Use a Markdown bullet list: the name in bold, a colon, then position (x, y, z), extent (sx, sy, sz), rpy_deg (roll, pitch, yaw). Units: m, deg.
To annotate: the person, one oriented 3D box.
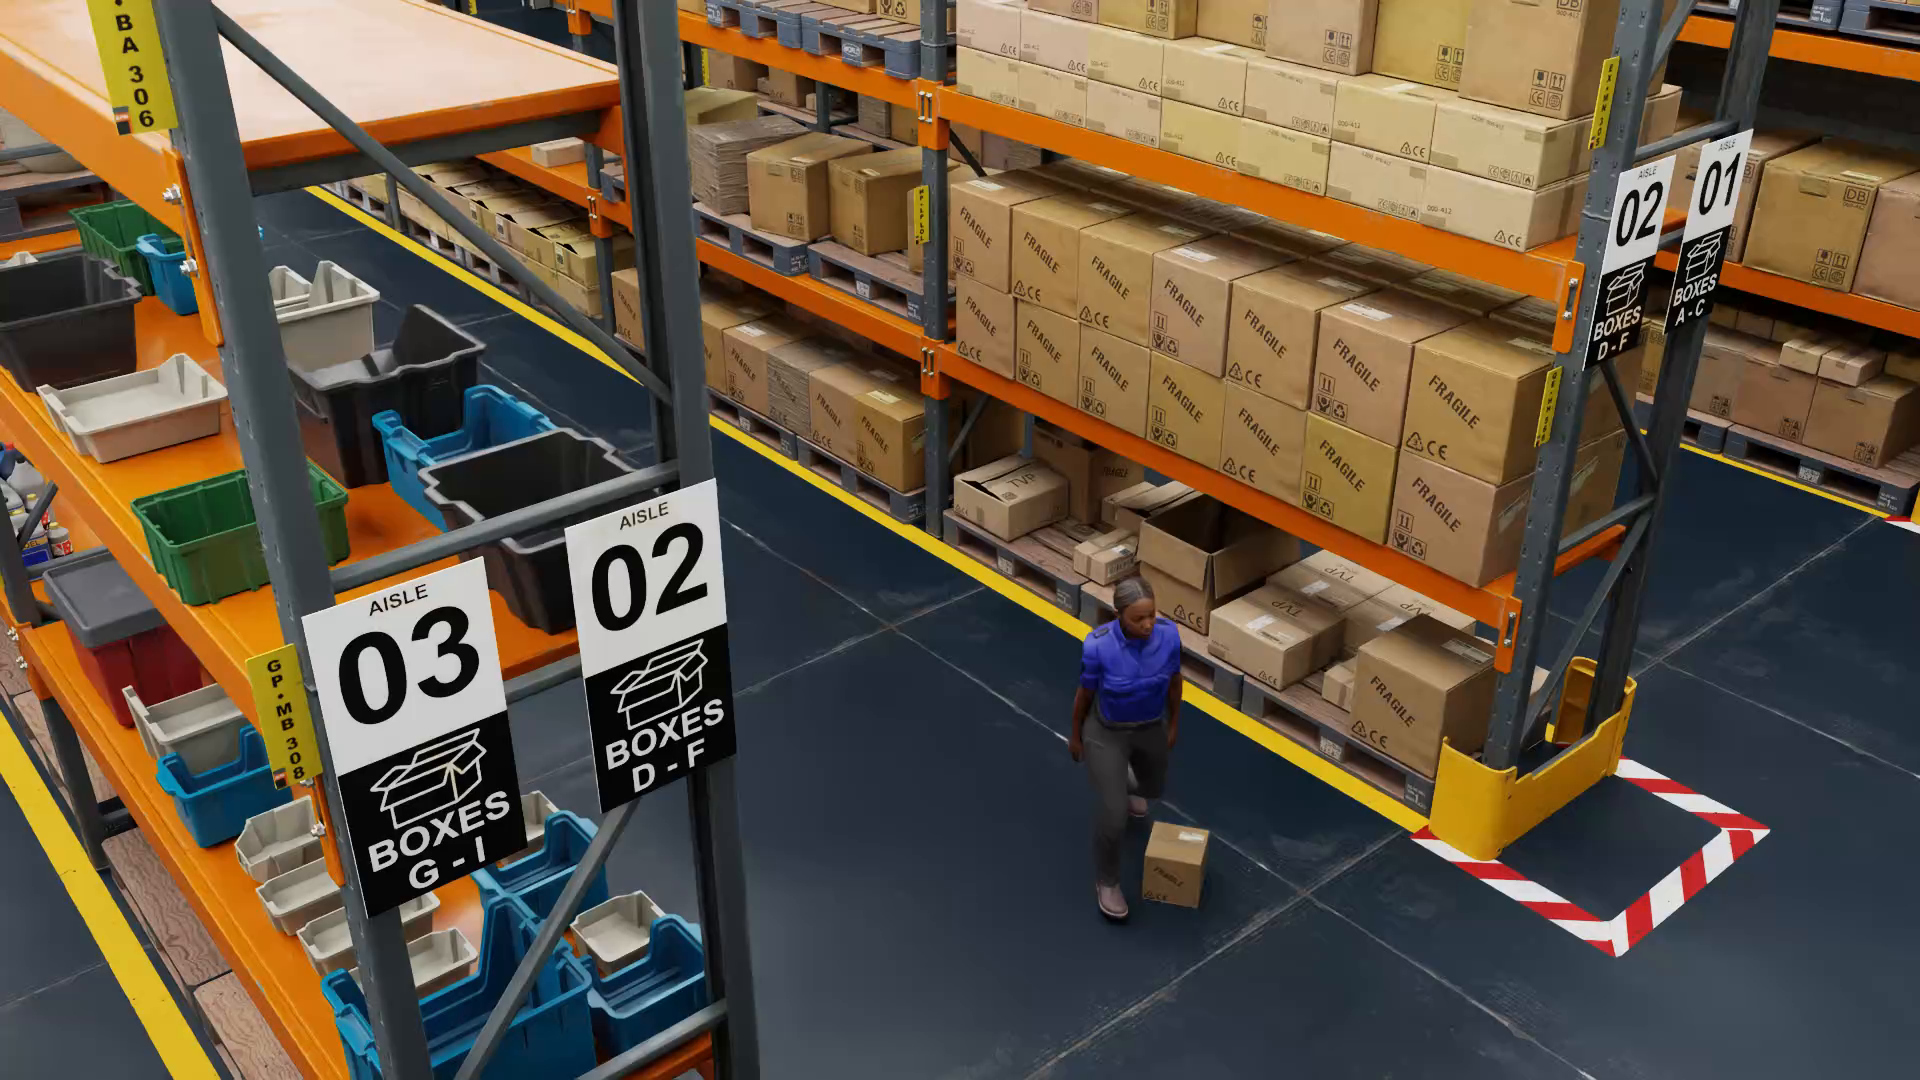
- **person**: position (0.704, 0.761, 7.219), extent (0.506, 1.611, 0.786), rpy_deg (-8, 29, -14)
